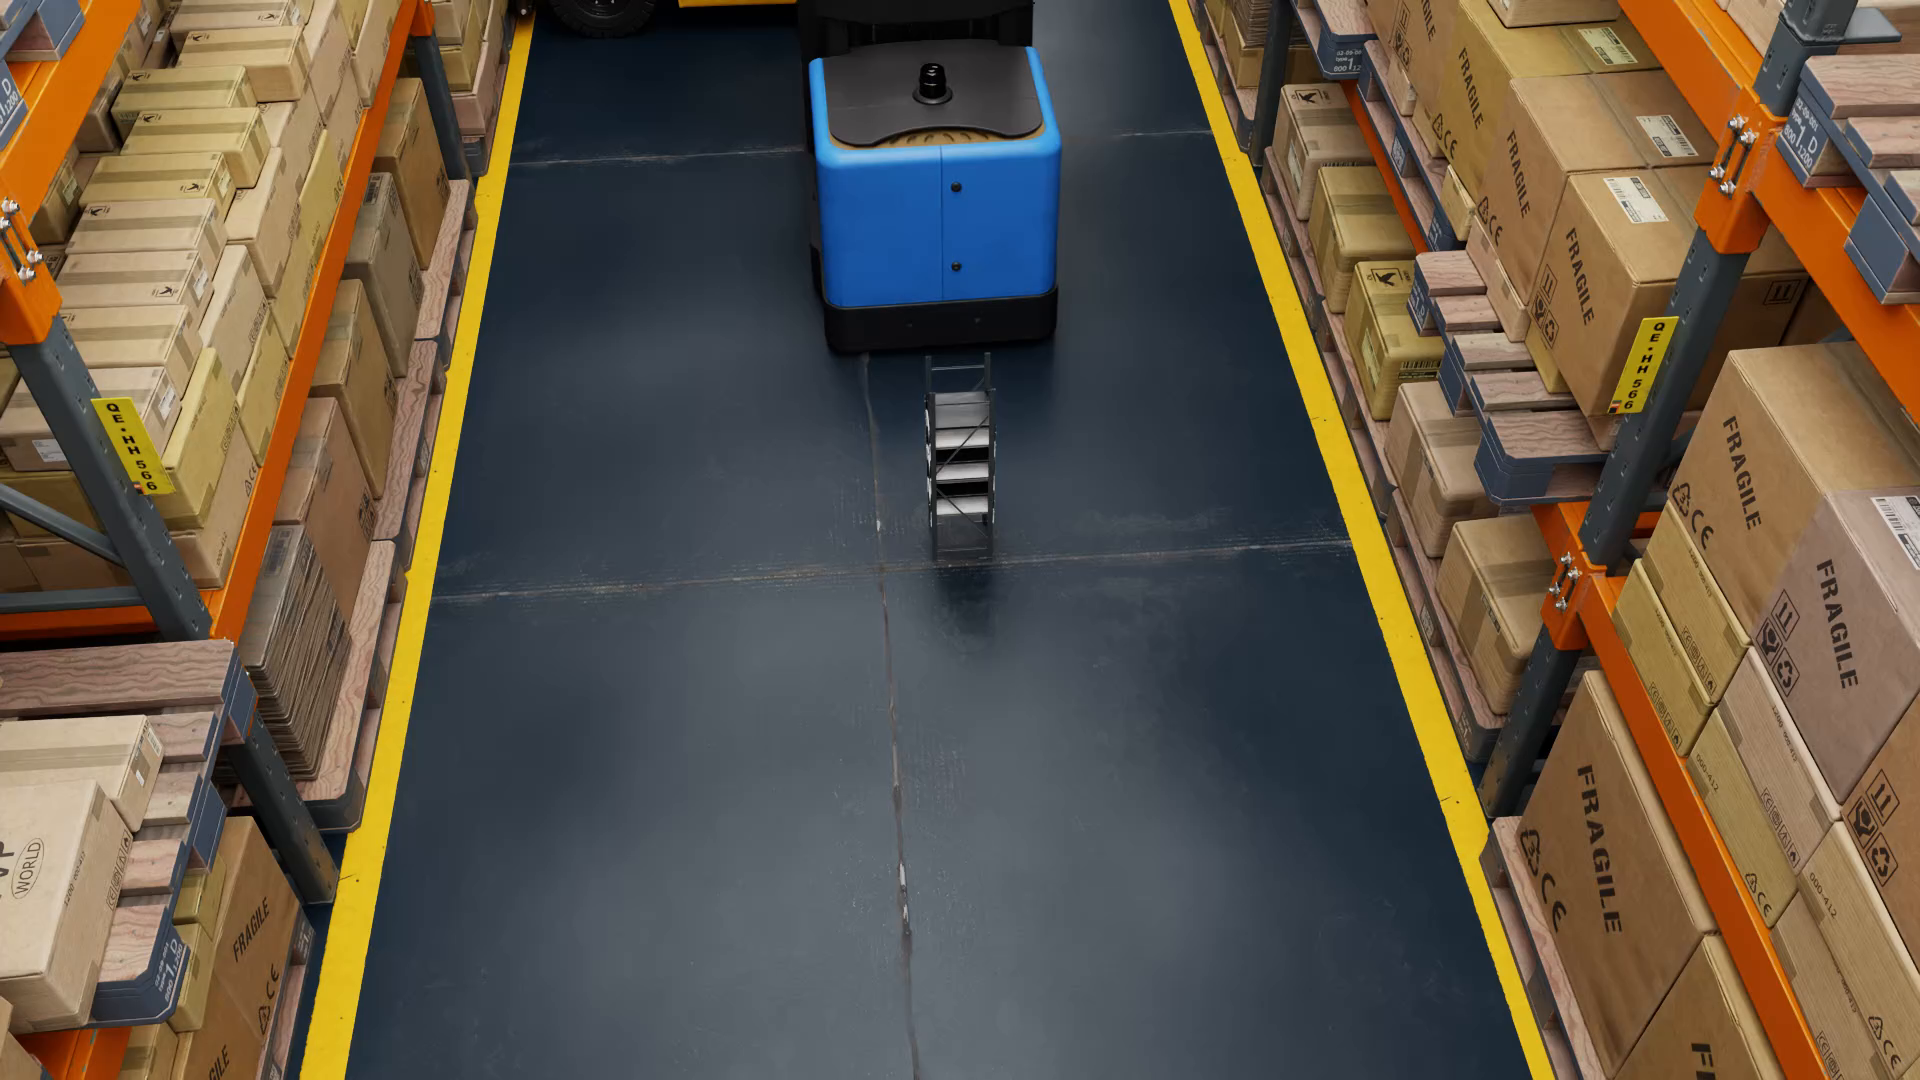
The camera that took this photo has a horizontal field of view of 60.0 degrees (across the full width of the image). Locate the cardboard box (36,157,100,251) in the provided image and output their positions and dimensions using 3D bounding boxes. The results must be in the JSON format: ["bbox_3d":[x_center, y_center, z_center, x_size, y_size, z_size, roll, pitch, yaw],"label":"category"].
[{"bbox_3d":[-3.007,-0.982,5.373,0.500,0.250,0.500,-4,47,-4],"label":"cardboard box"}]

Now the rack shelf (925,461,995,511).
[{"bbox_3d":[0.001,-0.219,6.507,0.258,0.077,0.200,-3,47,-3],"label":"rack shelf"}]

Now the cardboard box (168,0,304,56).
[{"bbox_3d":[-2.557,-1.816,5.888,0.380,0.149,0.250,-3,47,-3],"label":"cardboard box"}]

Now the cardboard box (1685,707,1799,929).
[{"bbox_3d":[2.188,0.666,4.156,0.500,0.250,0.500,-5,47,-4],"label":"cardboard box"}]

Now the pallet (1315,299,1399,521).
[{"bbox_3d":[2.175,-0.612,7.185,1.003,0.211,1.213,-3,47,-3],"label":"pallet"}]

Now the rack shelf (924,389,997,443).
[{"bbox_3d":[0.001,-0.466,6.246,0.258,0.077,0.200,-3,47,-3],"label":"rack shelf"}]

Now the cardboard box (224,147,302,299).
[{"bbox_3d":[-2.469,-1.019,5.408,0.500,0.250,0.500,-5,47,-4],"label":"cardboard box"}]

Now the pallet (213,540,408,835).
[{"bbox_3d":[-2.638,0.540,6.093,1.003,0.211,1.213,-3,47,-3],"label":"pallet"}]

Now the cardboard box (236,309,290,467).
[{"bbox_3d":[-2.439,-0.469,5.232,0.500,0.250,0.500,-4,47,-4],"label":"cardboard box"}]

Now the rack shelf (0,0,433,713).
[{"bbox_3d":[-2.776,-1.020,6.146,1.077,0.370,4.000,-3,47,-3],"label":"rack shelf"}]

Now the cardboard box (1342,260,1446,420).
[{"bbox_3d":[2.173,-0.858,7.017,0.950,0.372,0.625,-2,47,-2],"label":"cardboard box"}]

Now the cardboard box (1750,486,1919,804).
[{"bbox_3d":[2.186,0.227,3.712,0.500,0.500,0.500,-3,47,-3],"label":"cardboard box"}]

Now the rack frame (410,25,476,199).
[{"bbox_3d":[-2.943,-2.715,7.255,1.000,3.000,0.127,-3,47,-3],"label":"rack frame"}]

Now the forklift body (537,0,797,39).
[{"bbox_3d":[-1.301,-4.056,9.110,2.313,2.155,1.214,-3,47,-3],"label":"forklift body"}]

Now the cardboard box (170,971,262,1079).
[{"bbox_3d":[-2.327,1.550,4.648,0.500,0.500,0.500,-4,47,-4],"label":"cardboard box"}]

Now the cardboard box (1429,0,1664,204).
[{"bbox_3d":[1.925,-1.457,5.501,0.500,0.500,0.500,-6,47,-6],"label":"cardboard box"}]

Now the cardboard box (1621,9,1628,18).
[{"bbox_3d":[2.429,-1.506,5.548,0.500,0.500,0.500,-3,47,-3],"label":"cardboard box"}]

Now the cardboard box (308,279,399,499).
[{"bbox_3d":[-2.766,-0.560,6.561,0.875,0.625,0.625,-5,47,-5],"label":"cardboard box"}]

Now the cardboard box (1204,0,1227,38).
[{"bbox_3d":[1.631,-3.014,9.143,0.500,0.250,0.500,-5,47,-4],"label":"cardboard box"}]

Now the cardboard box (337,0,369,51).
[{"bbox_3d":[-2.597,-2.124,6.454,0.500,0.250,0.500,-5,47,-4],"label":"cardboard box"}]

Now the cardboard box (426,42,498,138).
[{"bbox_3d":[-2.654,-2.284,8.452,0.500,0.250,0.500,-3,47,-3],"label":"cardboard box"}]

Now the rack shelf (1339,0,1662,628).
[{"bbox_3d":[2.170,-1.325,6.434,1.077,0.370,4.000,-3,47,-3],"label":"rack shelf"}]

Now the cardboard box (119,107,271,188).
[{"bbox_3d":[-2.460,-1.260,5.362,0.380,0.149,0.250,-3,47,-2],"label":"cardboard box"}]

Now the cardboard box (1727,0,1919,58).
[{"bbox_3d":[2.102,-1.285,4.008,0.380,0.149,0.250,-3,47,-3],"label":"cardboard box"}]

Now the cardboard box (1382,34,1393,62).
[{"bbox_3d":[1.845,-1.909,6.376,0.380,0.149,0.250,-3,47,-3],"label":"cardboard box"}]

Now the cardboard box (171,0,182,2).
[{"bbox_3d":[-3.124,-2.088,6.421,0.500,0.250,0.500,-4,47,-4],"label":"cardboard box"}]

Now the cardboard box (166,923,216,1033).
[{"bbox_3d":[-2.261,1.209,4.525,0.380,0.149,0.250,-6,47,-5],"label":"cardboard box"}]

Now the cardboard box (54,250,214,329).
[{"bbox_3d":[-2.412,-0.704,4.835,0.380,0.149,0.250,-2,47,-2],"label":"cardboard box"}]

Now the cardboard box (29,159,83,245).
[{"bbox_3d":[-2.966,-1.042,5.155,0.380,0.149,0.250,-4,47,-4],"label":"cardboard box"}]

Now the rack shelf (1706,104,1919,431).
[{"bbox_3d":[2.505,0.538,2.604,1.077,0.370,4.000,-3,47,-3],"label":"rack shelf"}]

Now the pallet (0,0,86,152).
[{"bbox_3d":[-2.754,-1.273,3.954,1.213,0.211,1.003,-2,47,-1],"label":"pallet"}]

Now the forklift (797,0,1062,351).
[{"bbox_3d":[-0.232,-2.929,7.505,1.130,2.935,3.031,-4,47,-4],"label":"forklift"}]

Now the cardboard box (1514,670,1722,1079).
[{"bbox_3d":[2.313,0.966,4.943,0.875,0.875,0.875,-4,47,-4],"label":"cardboard box"}]

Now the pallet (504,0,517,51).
[{"bbox_3d":[-3.073,-3.219,9.653,1.003,0.211,1.213,-3,47,-3],"label":"pallet"}]

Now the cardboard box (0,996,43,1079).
[{"bbox_3d":[-2.287,1.169,3.216,0.797,0.503,0.637,-4,47,-4],"label":"cardboard box"}]

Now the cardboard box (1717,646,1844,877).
[{"bbox_3d":[2.176,0.510,3.960,0.500,0.250,0.500,-2,47,-2],"label":"cardboard box"}]

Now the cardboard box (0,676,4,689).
[{"bbox_3d":[-2.721,0.382,3.964,0.500,0.500,0.500,-2,47,-1],"label":"cardboard box"}]

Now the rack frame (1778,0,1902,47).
[{"bbox_3d":[2.338,-2.188,2.624,1.000,3.000,0.127,-3,47,-3],"label":"rack frame"}]

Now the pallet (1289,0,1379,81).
[{"bbox_3d":[1.922,-2.391,7.081,1.003,0.211,1.213,-3,47,-3],"label":"pallet"}]

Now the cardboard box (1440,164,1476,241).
[{"bbox_3d":[1.865,-1.156,5.663,0.380,0.149,0.250,-3,47,-3],"label":"cardboard box"}]

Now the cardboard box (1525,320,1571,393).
[{"bbox_3d":[1.981,-0.596,5.132,0.380,0.149,0.250,-3,47,-3],"label":"cardboard box"}]

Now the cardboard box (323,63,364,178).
[{"bbox_3d":[-2.582,-1.590,6.293,0.500,0.250,0.500,-3,47,-3],"label":"cardboard box"}]

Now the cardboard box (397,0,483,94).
[{"bbox_3d":[-2.676,-2.454,8.269,0.500,0.250,0.500,-4,47,-3],"label":"cardboard box"}]

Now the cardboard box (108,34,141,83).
[{"bbox_3d":[-3.046,-1.599,5.683,0.380,0.149,0.250,-3,47,-3],"label":"cardboard box"}]

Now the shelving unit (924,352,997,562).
[{"bbox_3d":[0.001,-0.304,6.418,0.258,0.900,0.210,-3,47,-3],"label":"shelving unit"}]

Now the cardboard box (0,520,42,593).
[{"bbox_3d":[-2.901,-0.079,4.862,0.500,0.250,0.500,-4,47,-4],"label":"cardboard box"}]

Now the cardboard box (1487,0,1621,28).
[{"bbox_3d":[1.919,-1.796,5.375,0.380,0.149,0.250,-6,47,-5],"label":"cardboard box"}]

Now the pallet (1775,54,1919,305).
[{"bbox_3d":[2.444,-0.629,3.344,1.213,0.211,1.003,-2,47,-1],"label":"pallet"}]
